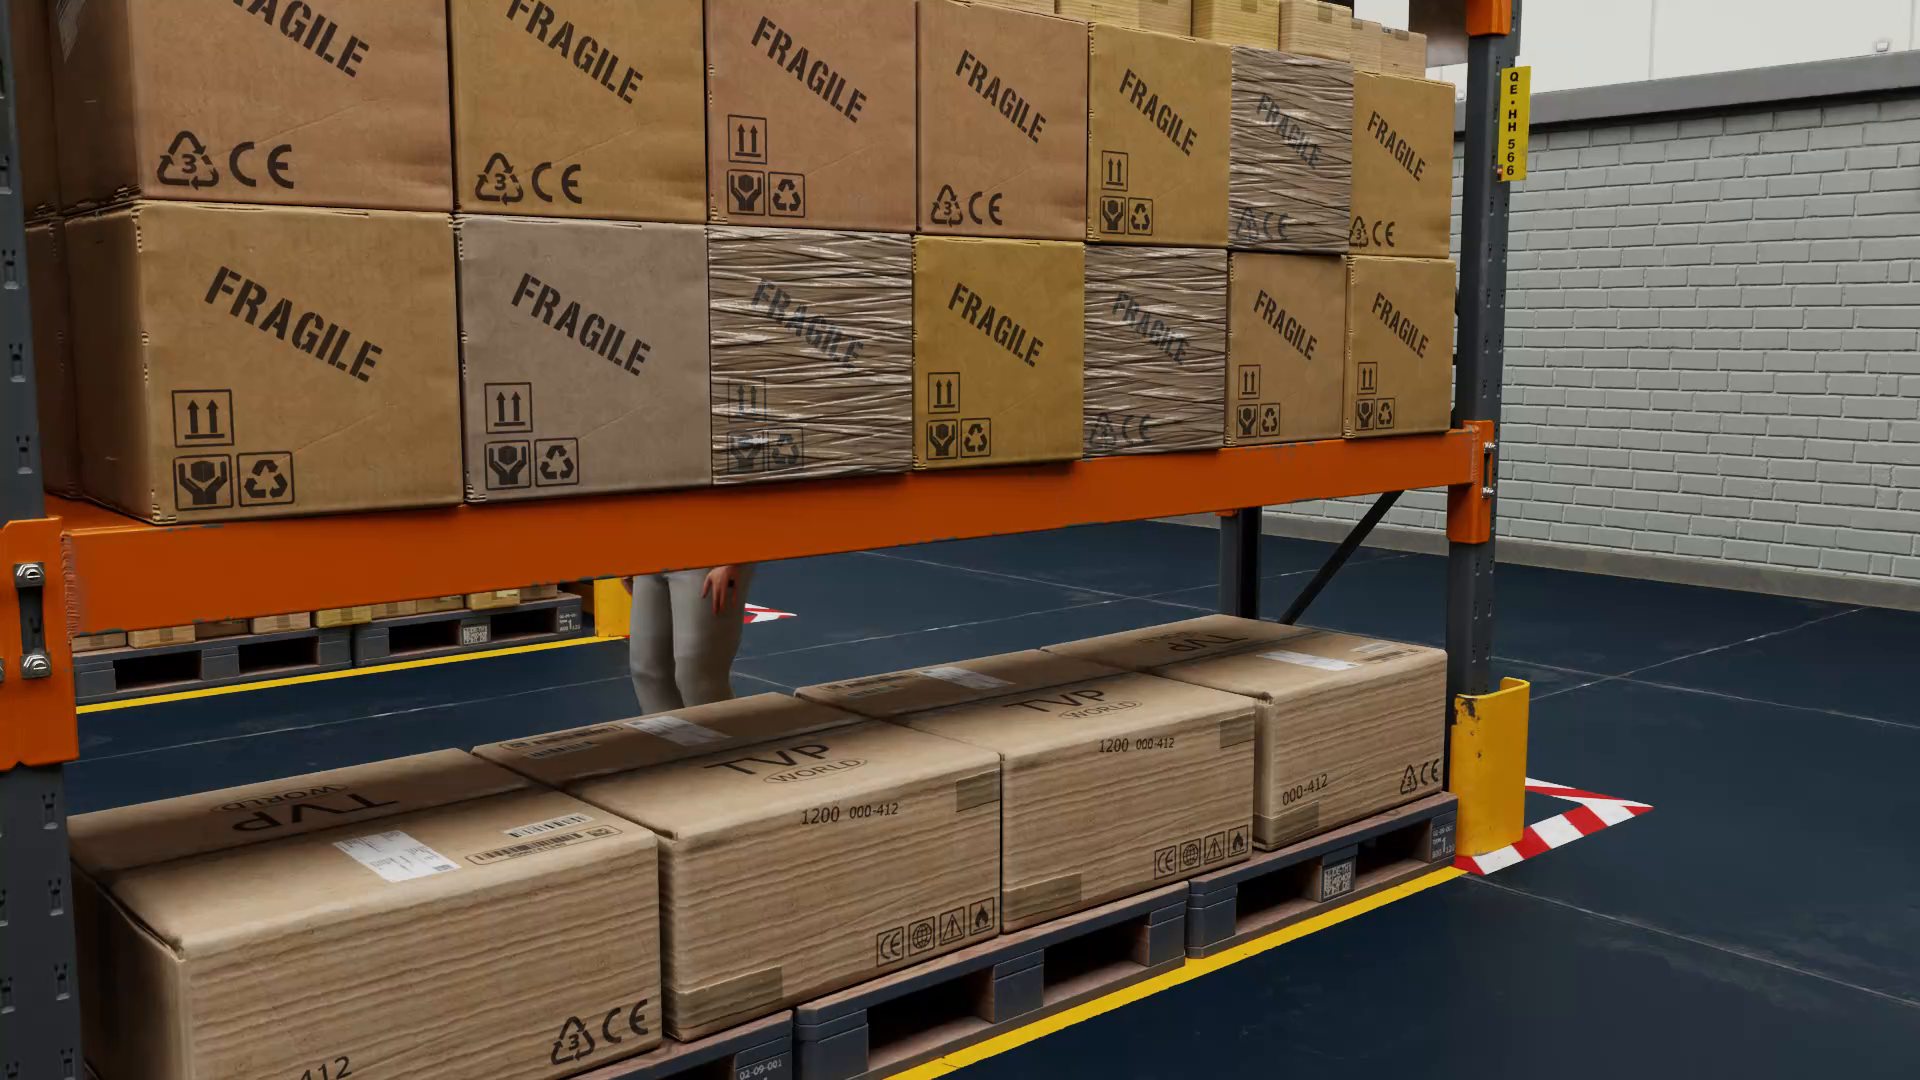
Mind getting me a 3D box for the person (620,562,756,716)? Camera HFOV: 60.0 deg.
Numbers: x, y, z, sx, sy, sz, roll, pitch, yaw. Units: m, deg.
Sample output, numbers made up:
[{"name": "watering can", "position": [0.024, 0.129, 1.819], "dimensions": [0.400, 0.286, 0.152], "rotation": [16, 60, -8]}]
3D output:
[{"name": "person", "position": [-0.867, 0.047, 5.370], "dimensions": [0.428, 1.751, 0.605], "rotation": [-7, 10, -44]}]
